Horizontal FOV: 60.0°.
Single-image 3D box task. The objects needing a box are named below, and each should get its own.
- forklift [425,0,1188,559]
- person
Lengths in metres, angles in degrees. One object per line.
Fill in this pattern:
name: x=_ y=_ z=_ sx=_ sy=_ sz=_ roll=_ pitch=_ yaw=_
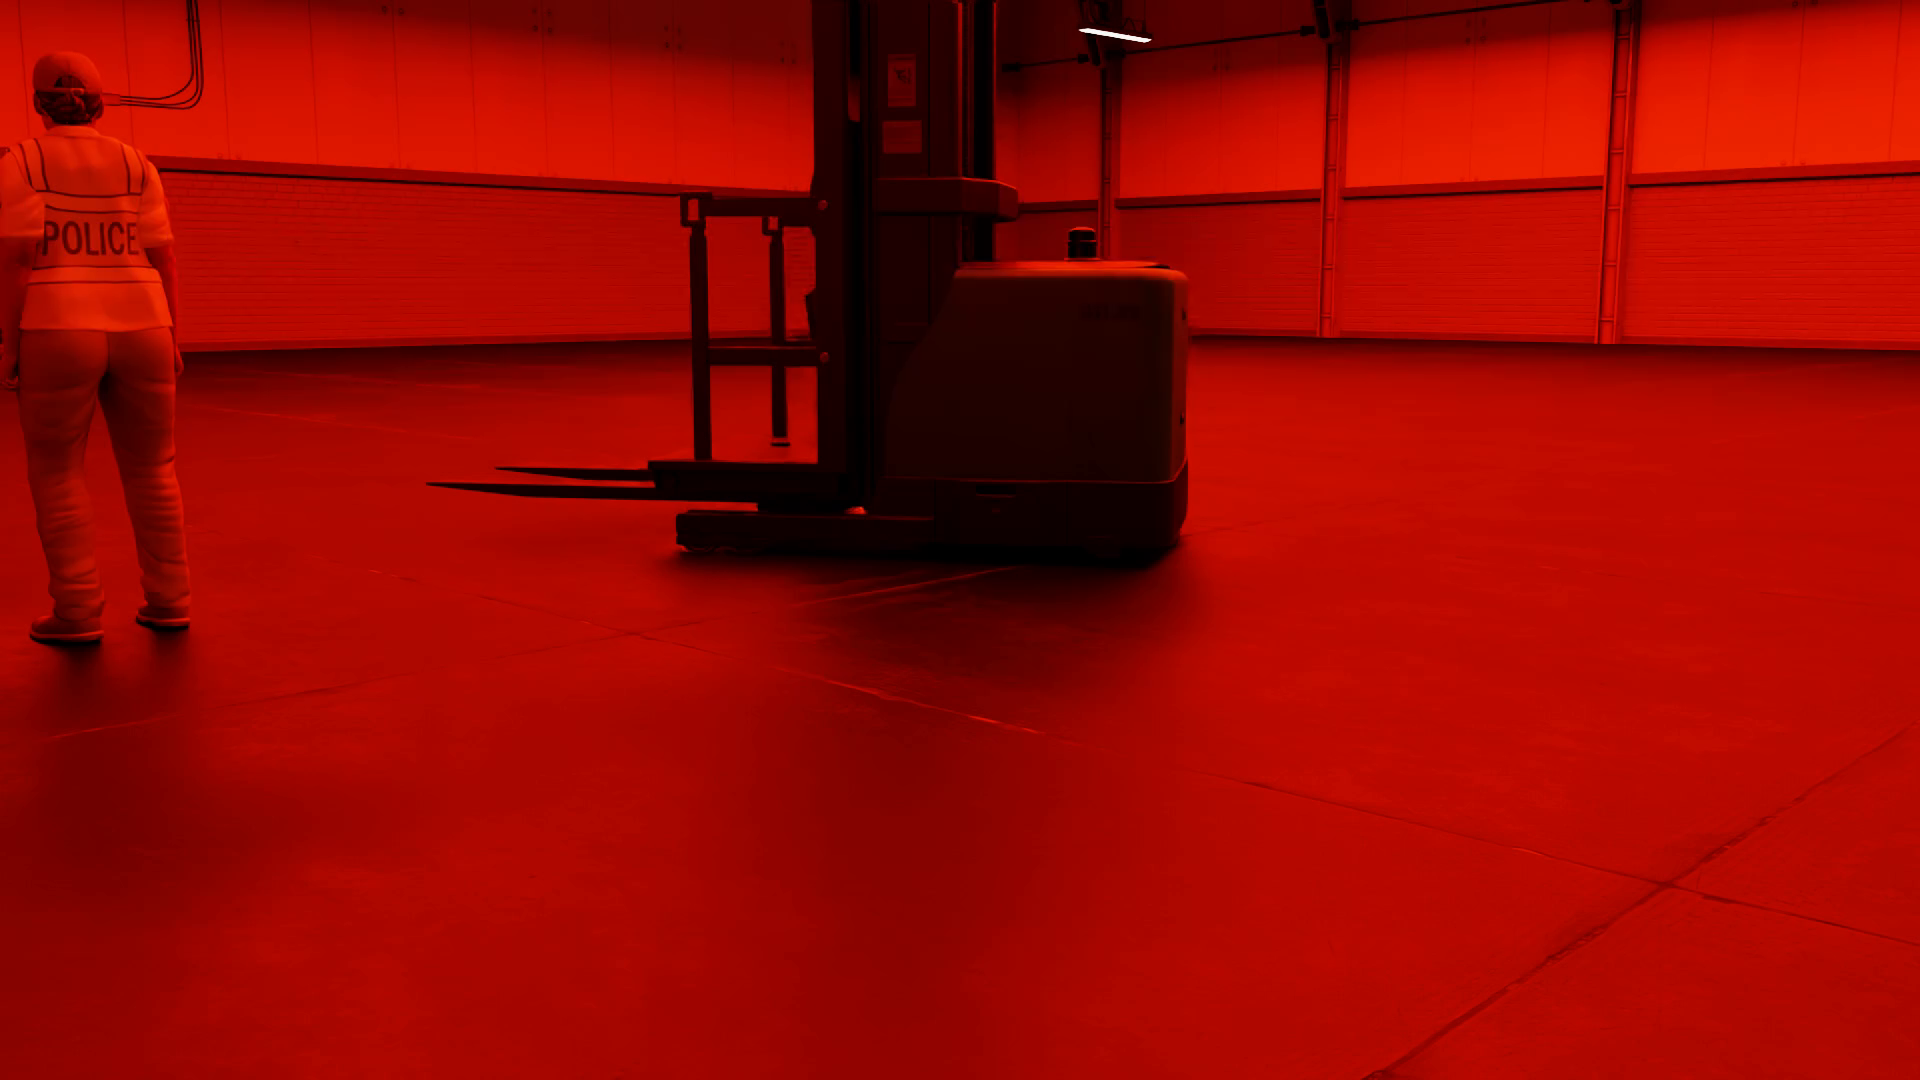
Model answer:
forklift: x=-0.624 y=-1.464 z=6.600 sx=3.031 sy=2.935 sz=1.130 roll=2 pitch=9 yaw=11
person: x=-2.499 y=-0.547 z=4.780 sx=0.389 sy=1.668 sz=0.499 roll=8 pitch=12 yaw=43
